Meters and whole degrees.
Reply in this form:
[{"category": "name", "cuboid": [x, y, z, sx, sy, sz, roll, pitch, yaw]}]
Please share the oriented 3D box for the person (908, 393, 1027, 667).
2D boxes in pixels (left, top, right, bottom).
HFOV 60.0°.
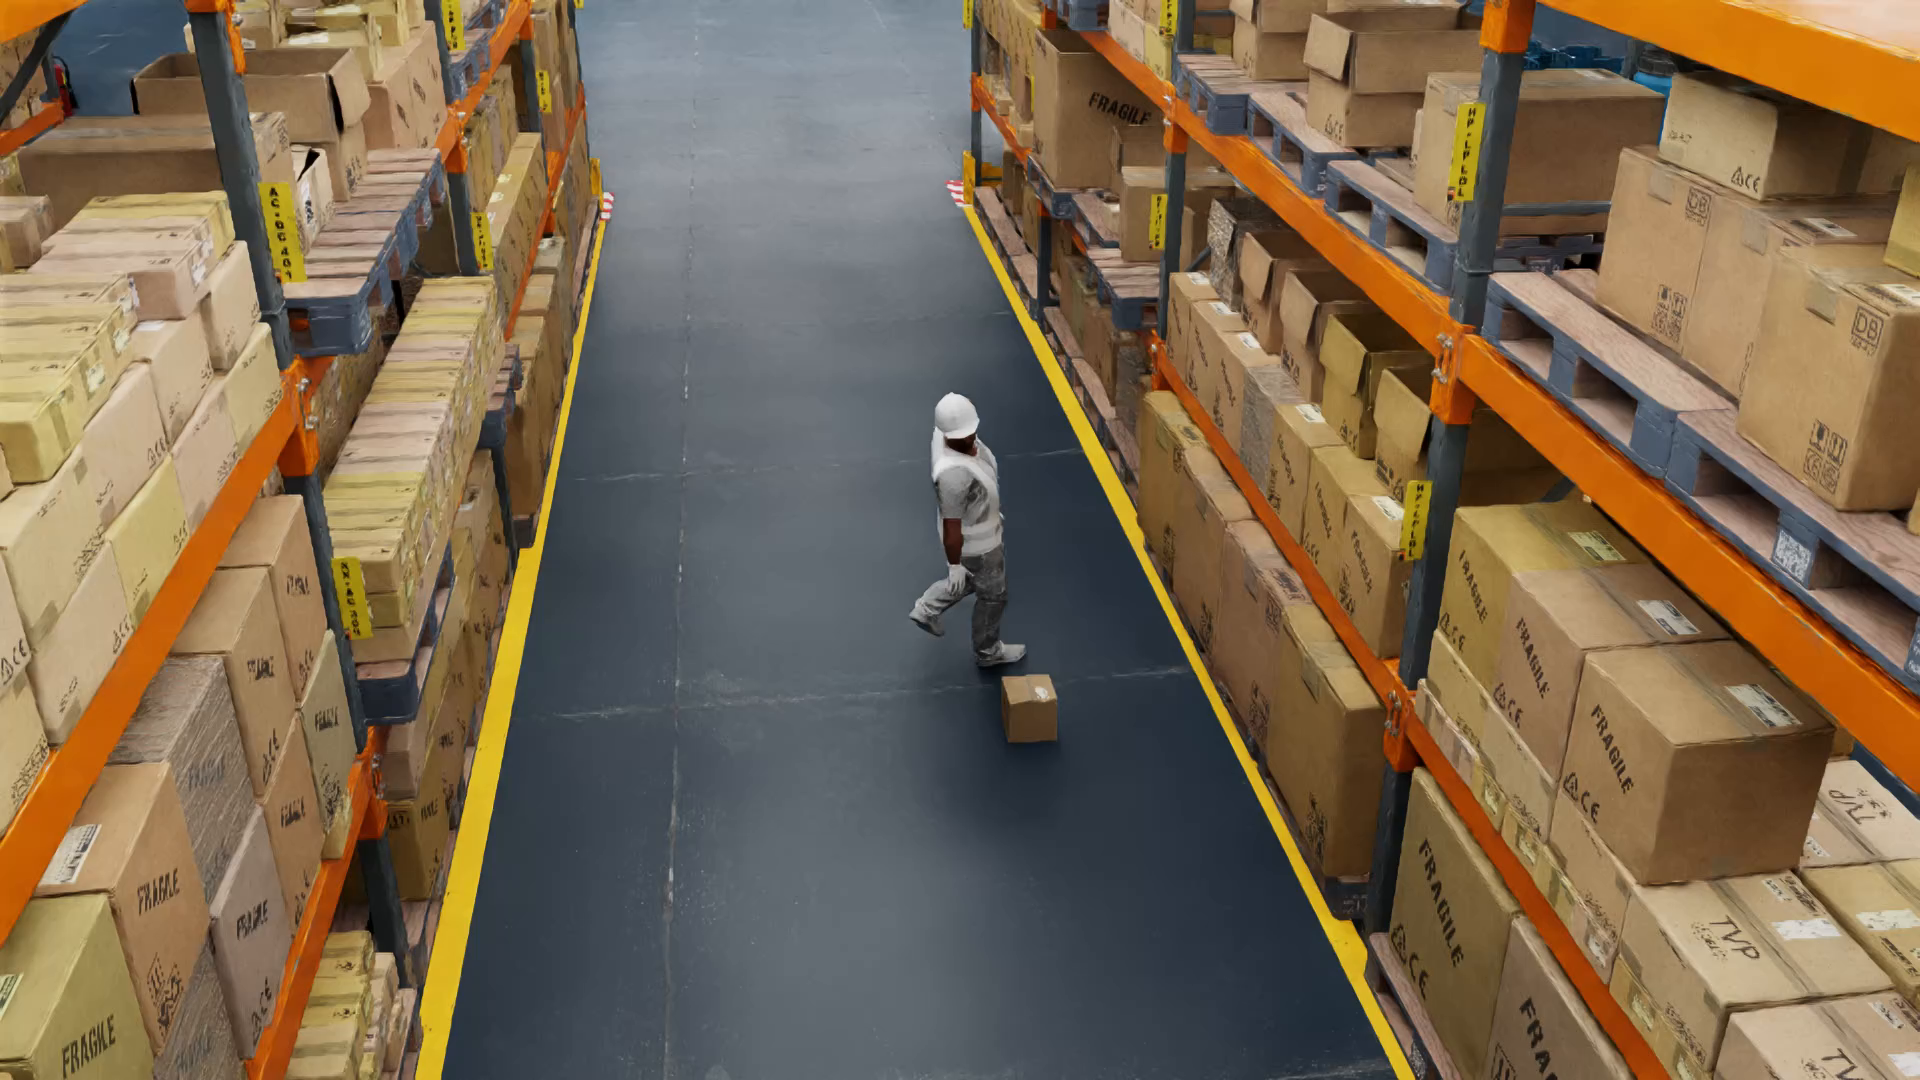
[{"category": "person", "cuboid": [0.071, -0.015, 8.685, 0.664, 1.736, 0.621, -3, 27, -7]}]
